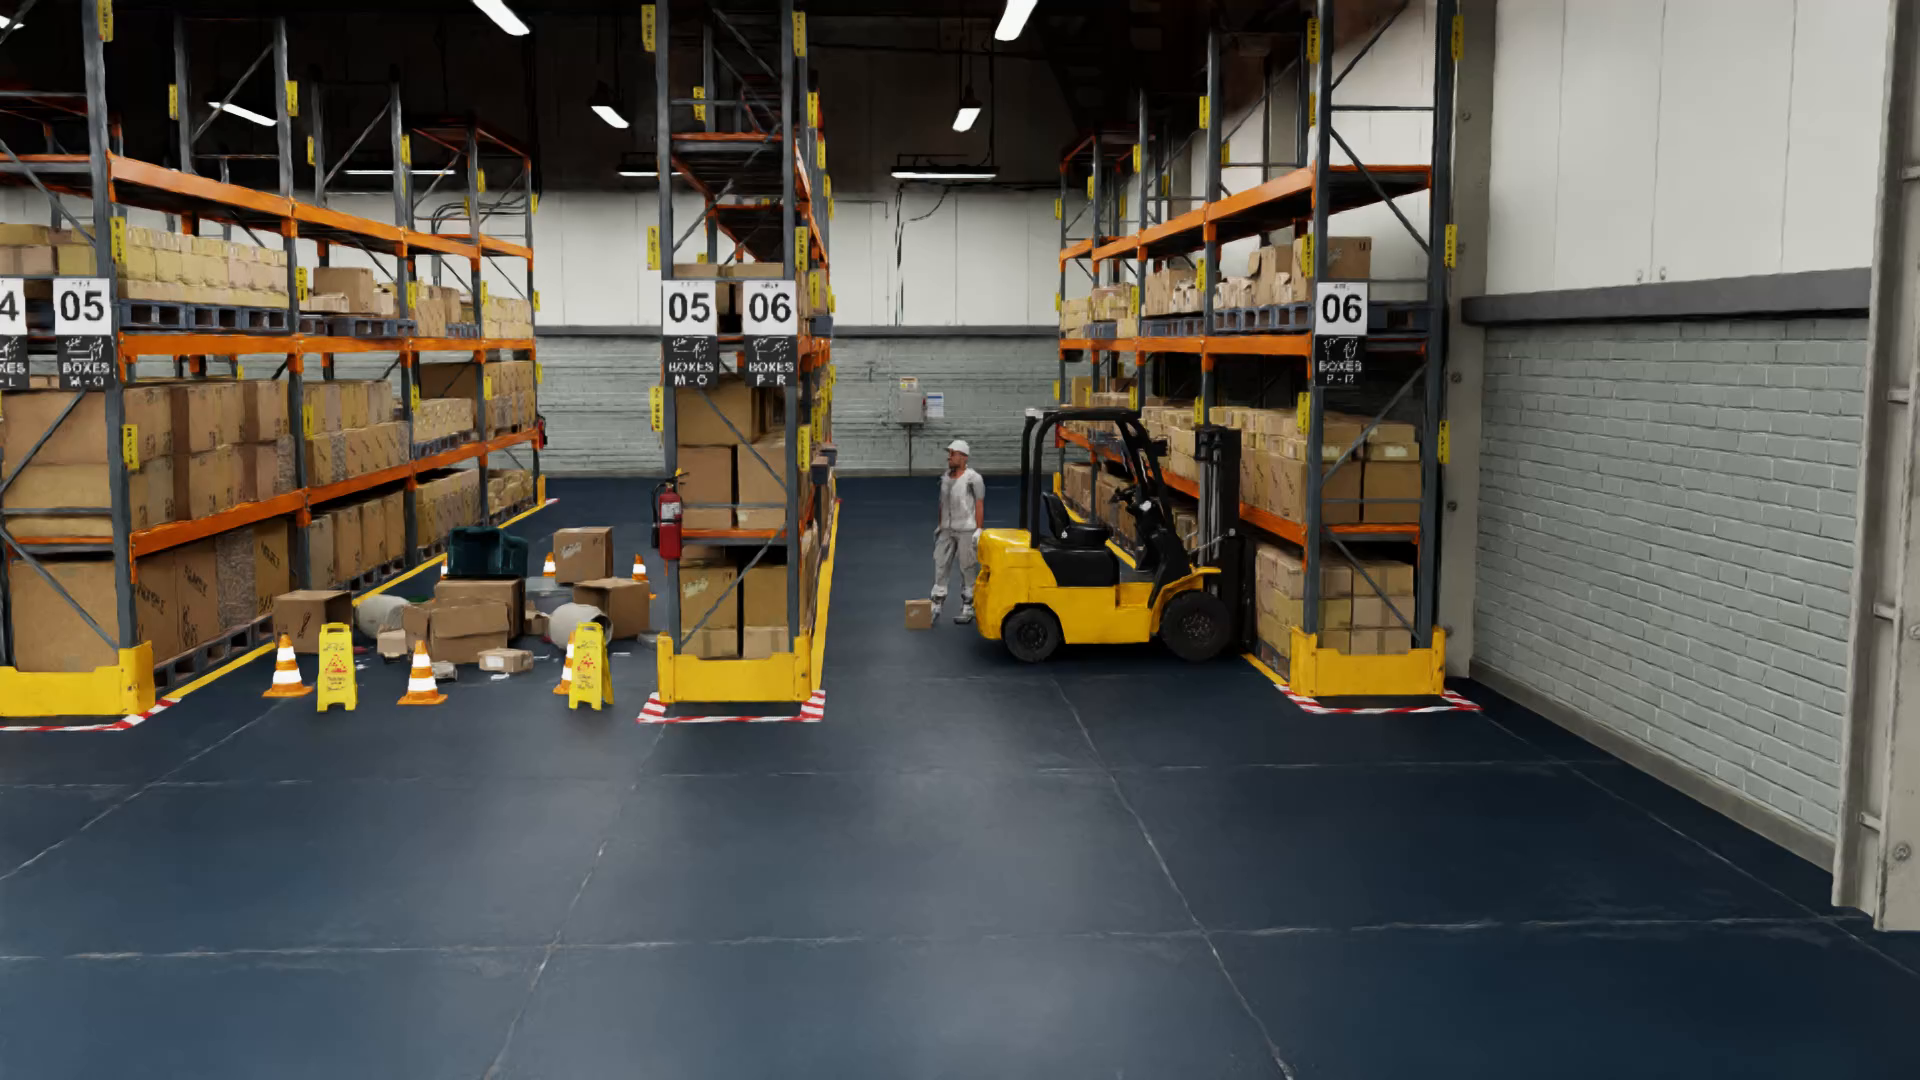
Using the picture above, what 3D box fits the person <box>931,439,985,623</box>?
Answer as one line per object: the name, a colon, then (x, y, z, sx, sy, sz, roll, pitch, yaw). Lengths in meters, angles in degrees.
person: (-0.076, -0.079, 16.200, 0.547, 1.794, 0.564, 5, 9, 38)
